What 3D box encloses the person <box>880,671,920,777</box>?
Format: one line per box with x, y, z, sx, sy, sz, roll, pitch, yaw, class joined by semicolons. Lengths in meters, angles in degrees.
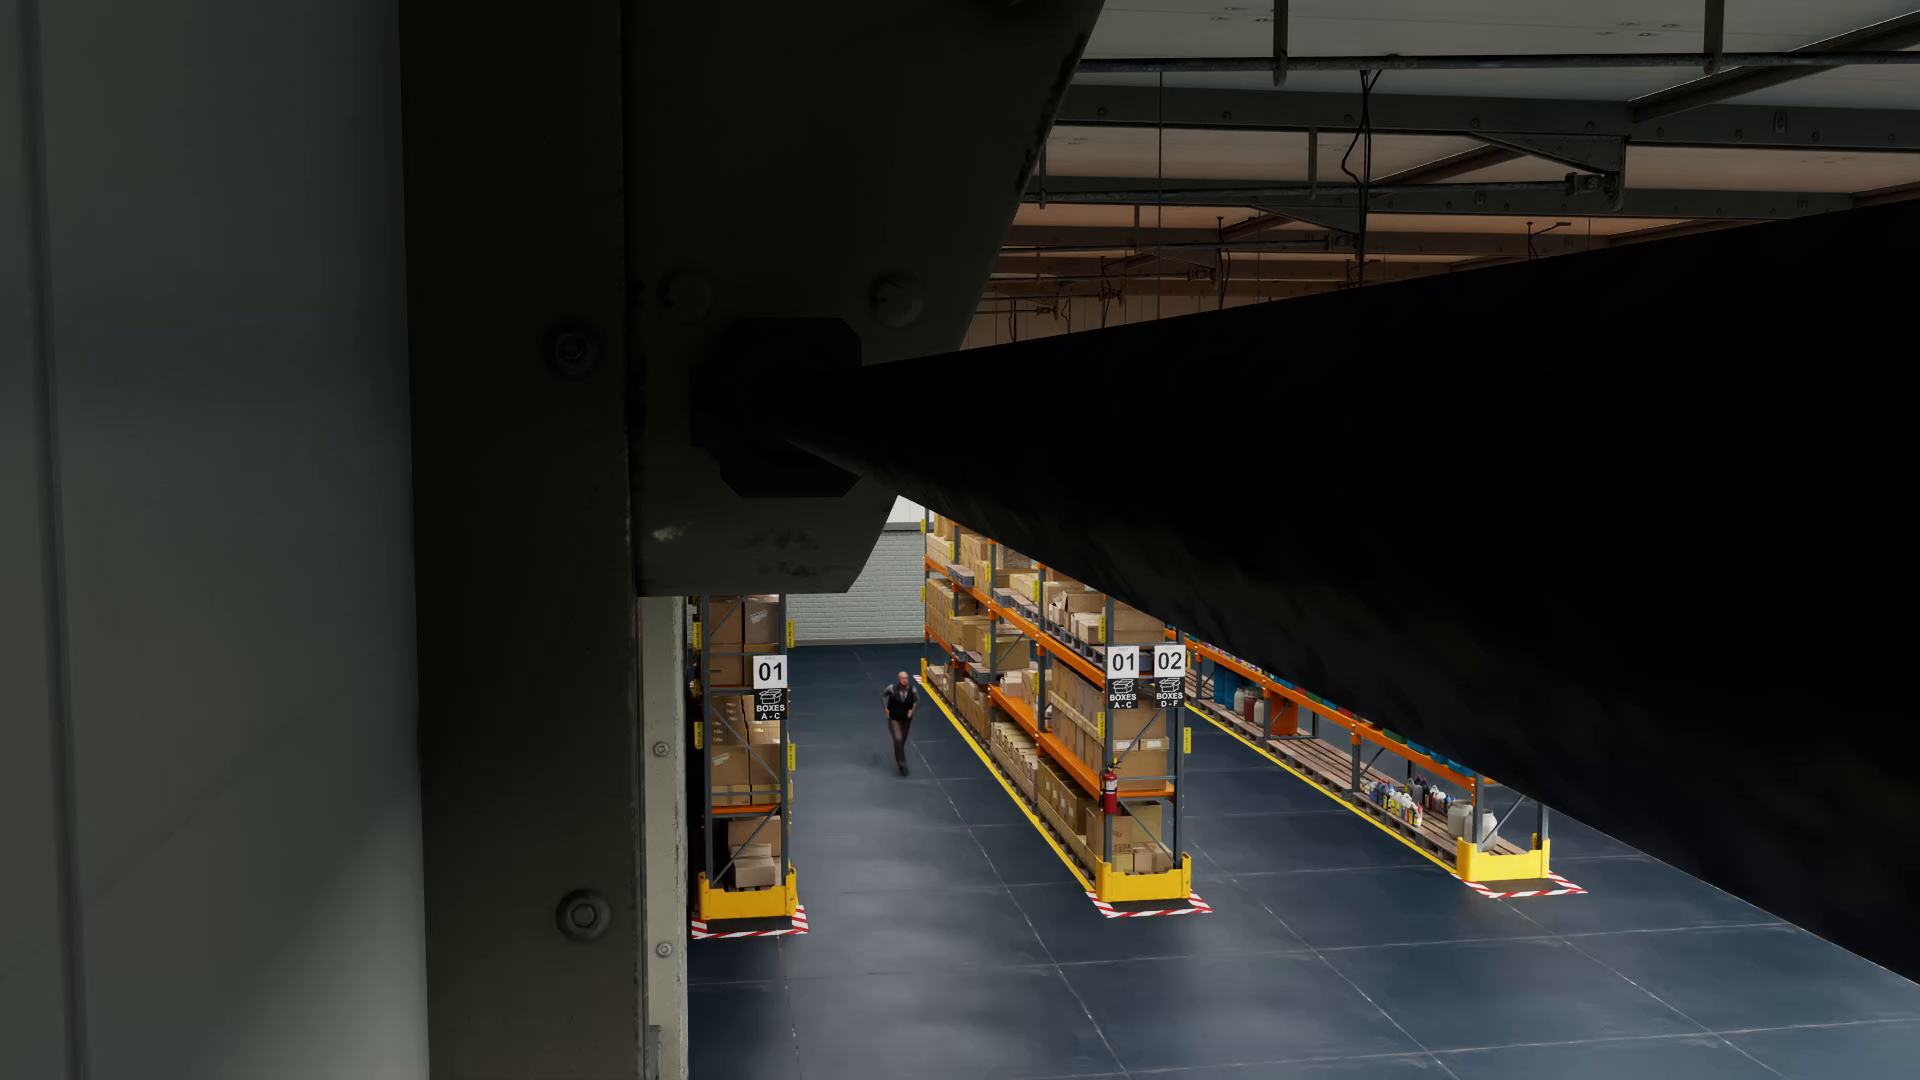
-1.005;3.029;27.934;0.673;1.720;0.993;-1;5;-12;person
